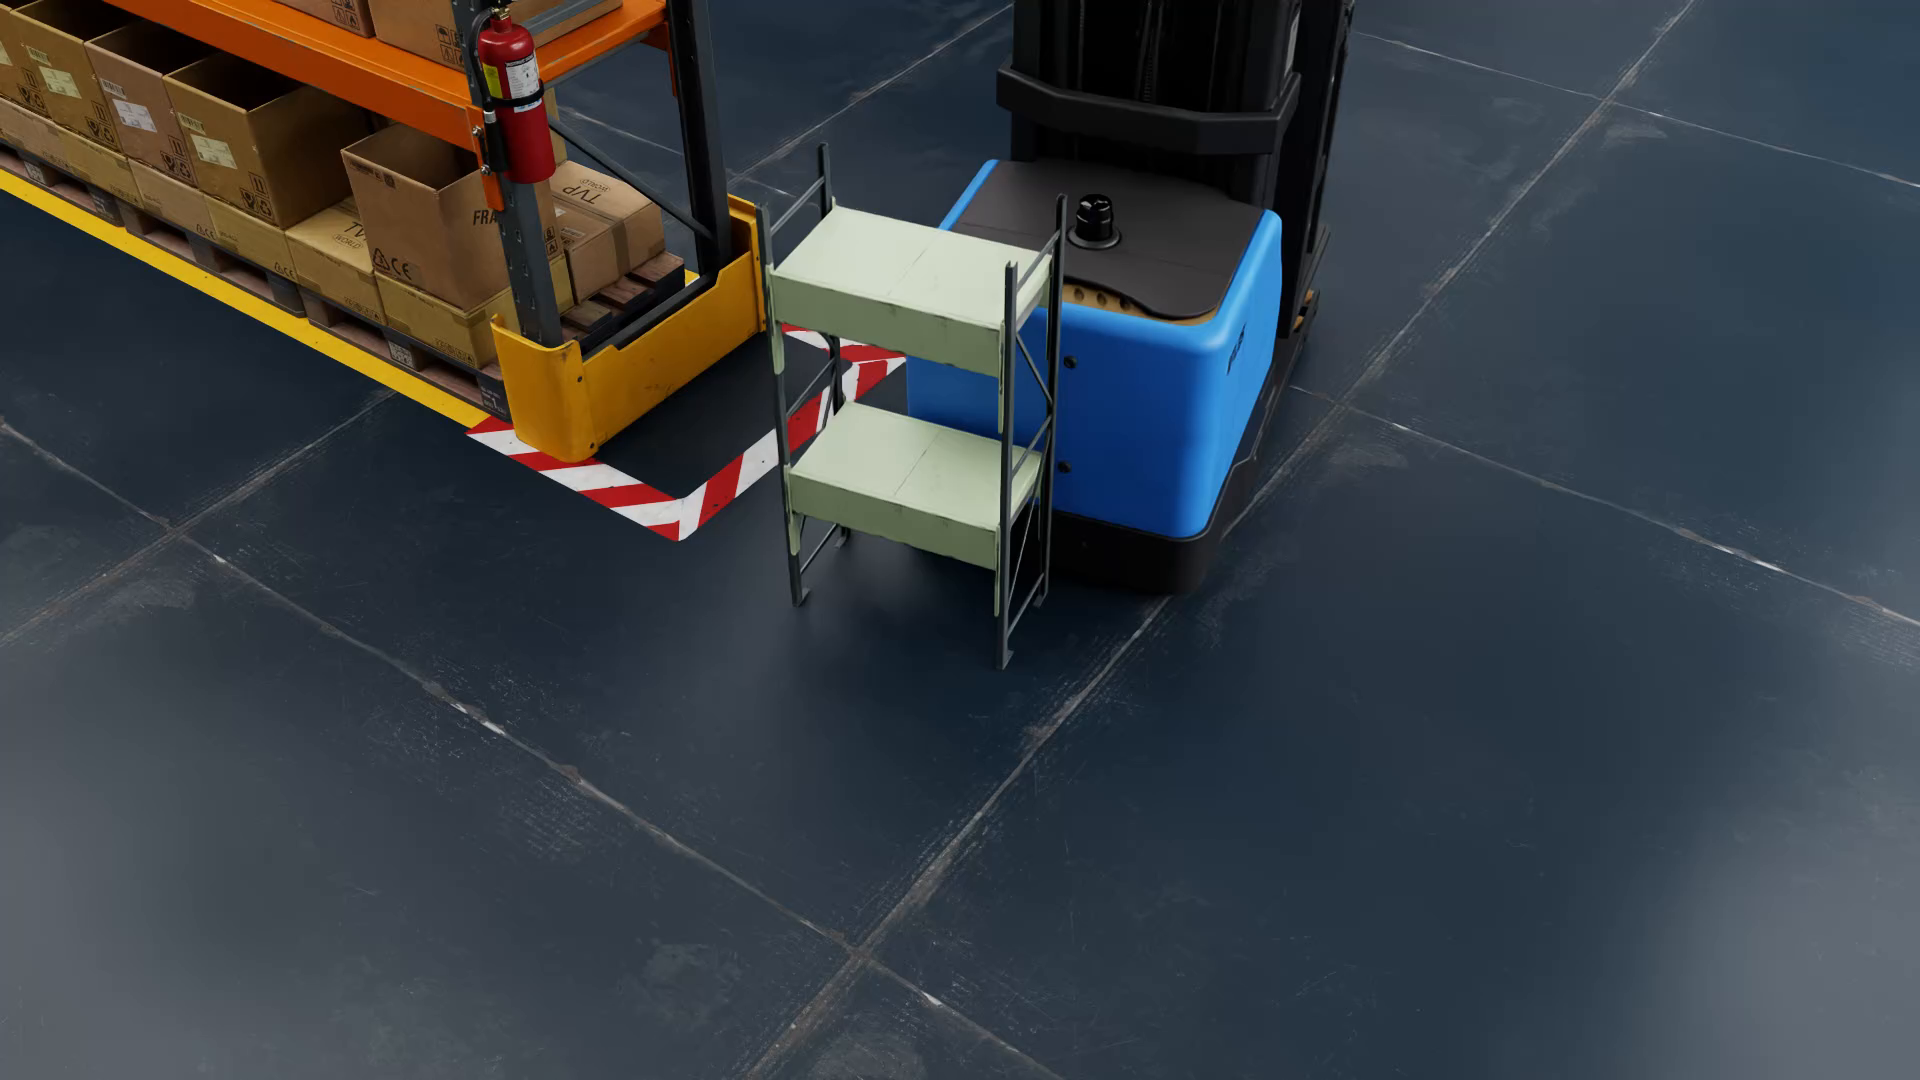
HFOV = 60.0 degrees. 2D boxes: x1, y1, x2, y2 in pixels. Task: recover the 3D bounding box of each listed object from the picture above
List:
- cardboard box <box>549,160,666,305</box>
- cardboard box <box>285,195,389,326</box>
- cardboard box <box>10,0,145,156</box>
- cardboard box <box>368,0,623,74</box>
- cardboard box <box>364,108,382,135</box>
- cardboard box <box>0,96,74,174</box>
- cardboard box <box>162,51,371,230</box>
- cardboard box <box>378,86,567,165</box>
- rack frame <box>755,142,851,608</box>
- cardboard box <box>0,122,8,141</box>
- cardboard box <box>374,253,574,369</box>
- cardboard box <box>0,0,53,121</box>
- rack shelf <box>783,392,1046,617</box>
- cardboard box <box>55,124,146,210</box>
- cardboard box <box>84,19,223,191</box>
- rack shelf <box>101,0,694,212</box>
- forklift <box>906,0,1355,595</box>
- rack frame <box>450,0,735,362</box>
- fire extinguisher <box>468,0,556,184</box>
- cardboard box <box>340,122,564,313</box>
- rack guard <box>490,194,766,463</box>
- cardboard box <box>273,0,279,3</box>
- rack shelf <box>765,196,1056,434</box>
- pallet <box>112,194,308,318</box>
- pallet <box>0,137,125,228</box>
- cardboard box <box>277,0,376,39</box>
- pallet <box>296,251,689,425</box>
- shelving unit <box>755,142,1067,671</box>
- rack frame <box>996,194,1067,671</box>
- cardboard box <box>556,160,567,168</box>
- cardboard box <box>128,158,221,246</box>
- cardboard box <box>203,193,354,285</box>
[{"bbox_3d":[-1.537,-1.232,6.625,0.500,0.250,0.500,25,48,25],"label":"cardboard box"},{"bbox_3d":[-2.251,-1.134,6.515,0.500,0.250,0.500,25,48,25],"label":"cardboard box"},{"bbox_3d":[-3.482,-1.985,6.904,0.500,0.500,0.500,25,48,25],"label":"cardboard box"},{"bbox_3d":[-1.601,-1.997,5.657,0.500,0.500,0.700,25,48,25],"label":"cardboard box"},{"bbox_3d":[-2.365,-1.887,6.794,0.500,0.500,0.500,25,48,25],"label":"cardboard box"},{"bbox_3d":[-3.889,-1.900,7.371,0.500,0.250,0.500,25,48,25],"label":"cardboard box"},{"bbox_3d":[-2.663,-1.603,6.476,0.500,0.500,0.500,25,48,25],"label":"cardboard box"},{"bbox_3d":[-1.948,-1.702,6.588,0.500,0.500,0.500,25,48,25],"label":"cardboard box"},{"bbox_3d":[-0.467,-0.460,5.140,0.023,1.500,0.400,16,44,17],"label":"rack frame"},{"bbox_3d":[-4.295,-2.094,7.588,0.500,0.250,0.500,25,48,25],"label":"cardboard box"},{"bbox_3d":[-1.835,-0.950,6.309,0.500,0.250,0.500,25,48,25],"label":"cardboard box"},{"bbox_3d":[-3.887,-2.181,7.123,0.500,0.500,0.500,25,48,25],"label":"cardboard box"},{"bbox_3d":[-0.131,-0.121,5.249,0.720,0.370,0.431,16,44,17],"label":"rack shelf"},{"bbox_3d":[-3.483,-1.705,7.154,0.500,0.250,0.500,25,48,25],"label":"cardboard box"},{"bbox_3d":[-3.072,-1.795,6.691,0.500,0.500,0.500,25,48,25],"label":"cardboard box"},{"bbox_3d":[-2.863,-2.271,6.578,4.000,0.370,1.077,25,48,25],"label":"rack shelf"},{"bbox_3d":[0.804,-1.905,5.680,1.130,2.935,3.031,14,44,15],"label":"forklift"},{"bbox_3d":[-1.226,-1.774,5.483,0.127,3.000,1.000,25,48,25],"label":"rack frame"},{"bbox_3d":[-1.396,-1.446,5.175,0.183,0.674,0.296,25,48,25],"label":"fire extinguisher"},{"bbox_3d":[-1.836,-1.228,6.057,0.500,0.500,0.500,25,48,25],"label":"cardboard box"},{"bbox_3d":[-1.206,-0.833,6.306,0.348,0.500,1.175,25,48,25],"label":"rack guard"},{"bbox_3d":[-2.437,-2.388,6.095,0.500,0.500,0.700,25,48,26],"label":"cardboard box"},{"bbox_3d":[-0.131,-0.654,4.771,0.720,0.370,0.431,16,44,17],"label":"rack shelf"},{"bbox_3d":[-2.871,-1.472,7.237,1.213,0.211,1.003,25,48,25],"label":"pallet"},{"bbox_3d":[-3.874,-1.939,7.758,1.213,0.211,1.003,25,48,25],"label":"pallet"},{"bbox_3d":[-2.034,-2.195,5.879,0.500,0.500,0.700,26,48,26],"label":"cardboard box"},{"bbox_3d":[-1.876,-1.005,6.714,1.213,0.211,1.003,25,48,25],"label":"pallet"},{"bbox_3d":[-0.131,-0.363,5.031,0.755,1.500,0.431,16,44,17],"label":"shelving unit"},{"bbox_3d":[0.205,-0.267,4.923,0.023,1.500,0.400,16,44,17],"label":"rack frame"},{"bbox_3d":[-1.949,-1.422,6.836,0.500,0.250,0.500,25,48,25],"label":"cardboard box"},{"bbox_3d":[-3.070,-1.517,6.943,0.500,0.250,0.500,25,48,25],"label":"cardboard box"},{"bbox_3d":[-2.661,-1.325,6.728,0.500,0.250,0.500,25,48,25],"label":"cardboard box"}]
